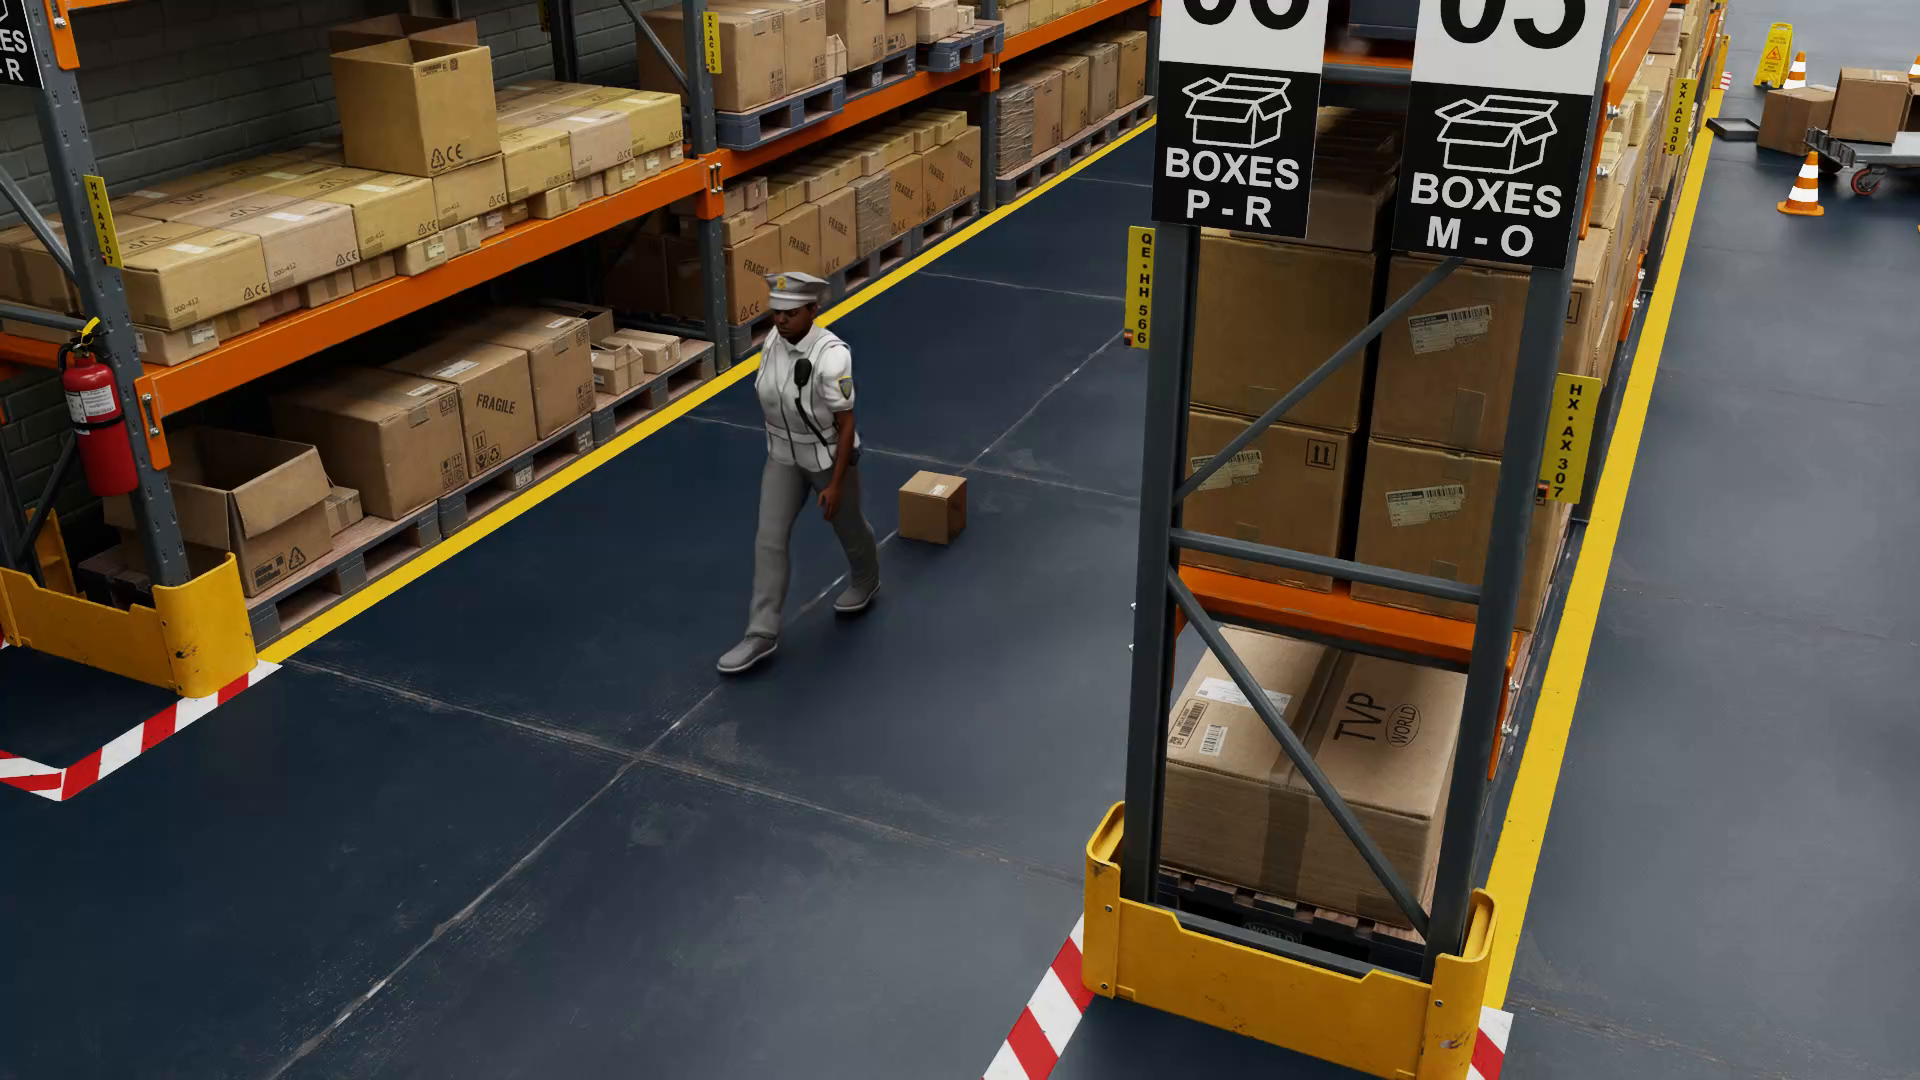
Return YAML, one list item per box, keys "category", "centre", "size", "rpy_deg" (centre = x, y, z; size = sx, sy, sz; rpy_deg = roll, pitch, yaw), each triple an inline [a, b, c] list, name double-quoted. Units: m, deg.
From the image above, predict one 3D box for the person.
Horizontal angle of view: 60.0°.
- category: "person"
  centre: [-0.613, -0.324, 6.731]
  size: [0.440, 1.617, 0.966]
  rpy_deg: [13, 29, 25]
